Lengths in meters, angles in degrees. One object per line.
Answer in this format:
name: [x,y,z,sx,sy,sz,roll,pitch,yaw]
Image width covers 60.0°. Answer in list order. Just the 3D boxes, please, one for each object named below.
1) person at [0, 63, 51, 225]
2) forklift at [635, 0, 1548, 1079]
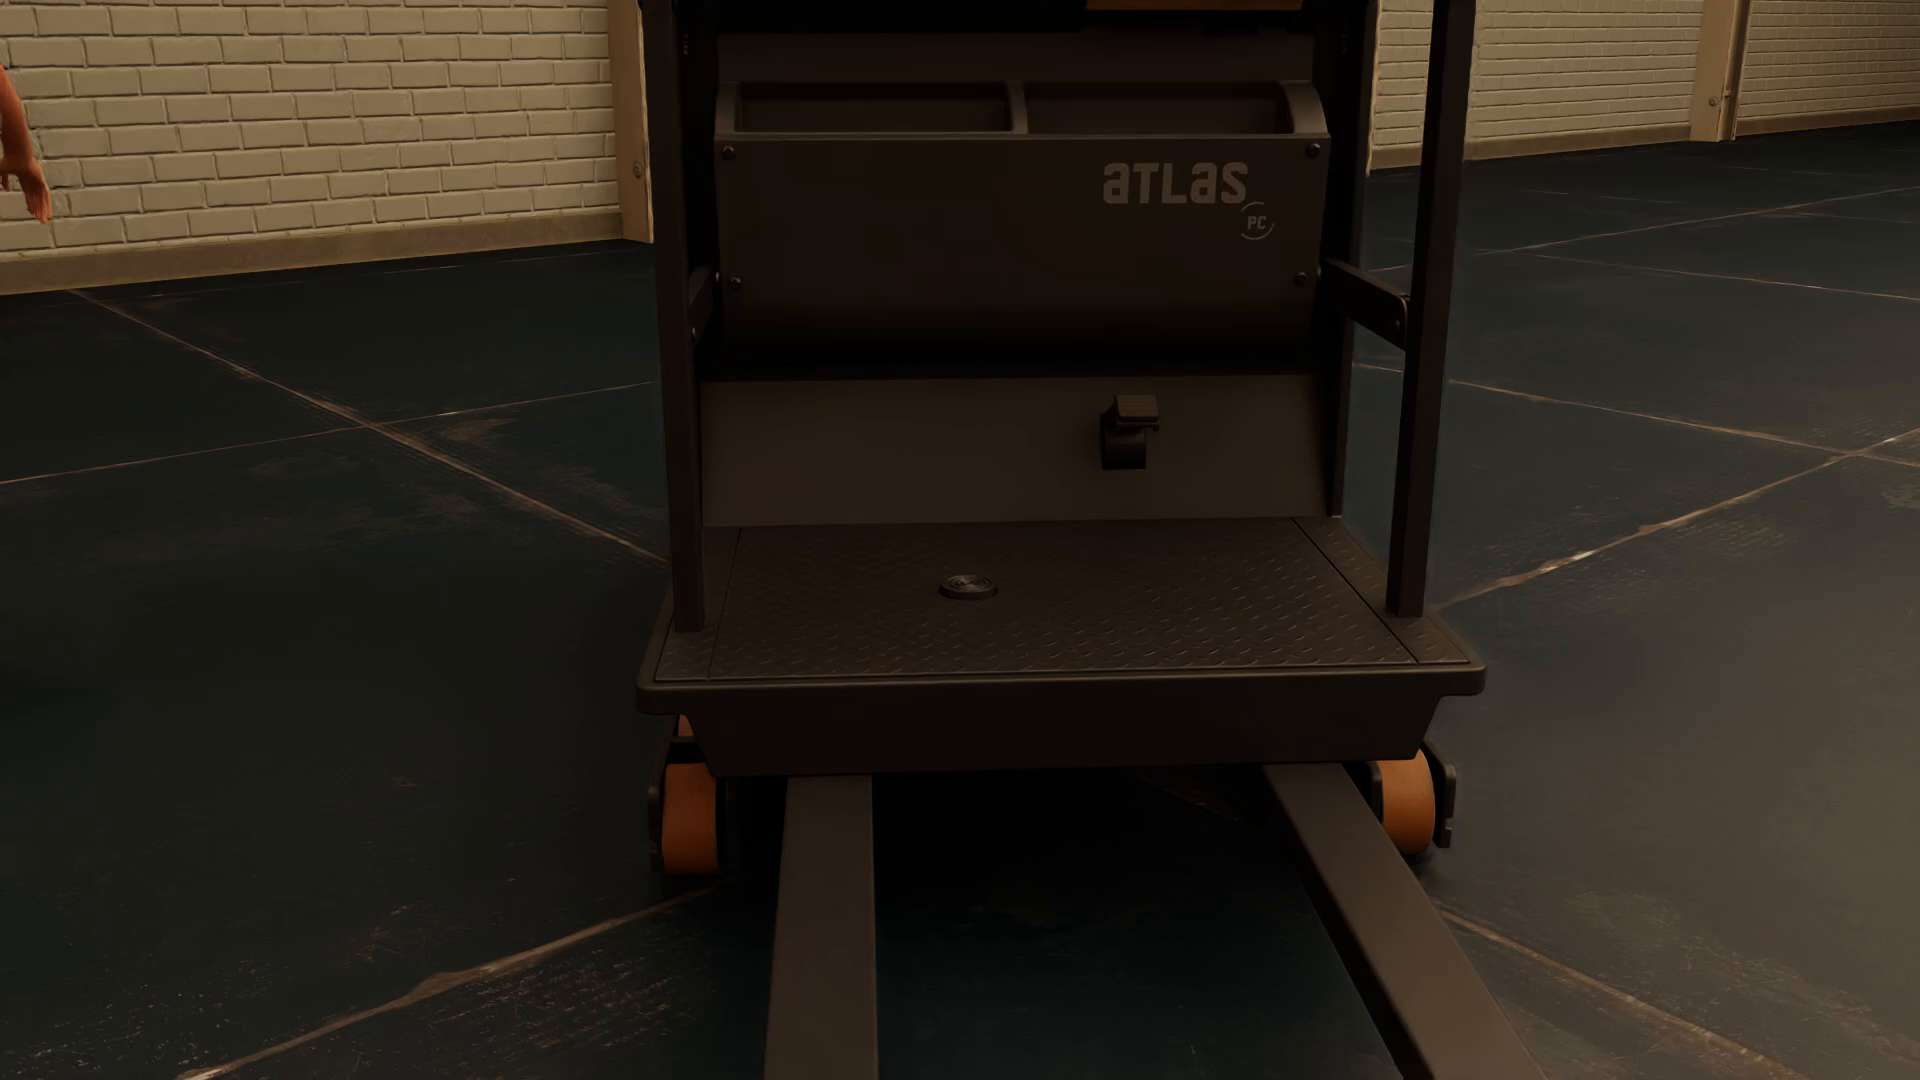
person: [-2.030,-0.530,2.951,0.774,1.551,0.749,-14,22,-38]
forklift: [0.109,-1.025,2.215,1.130,2.935,3.031,-1,17,-3]
